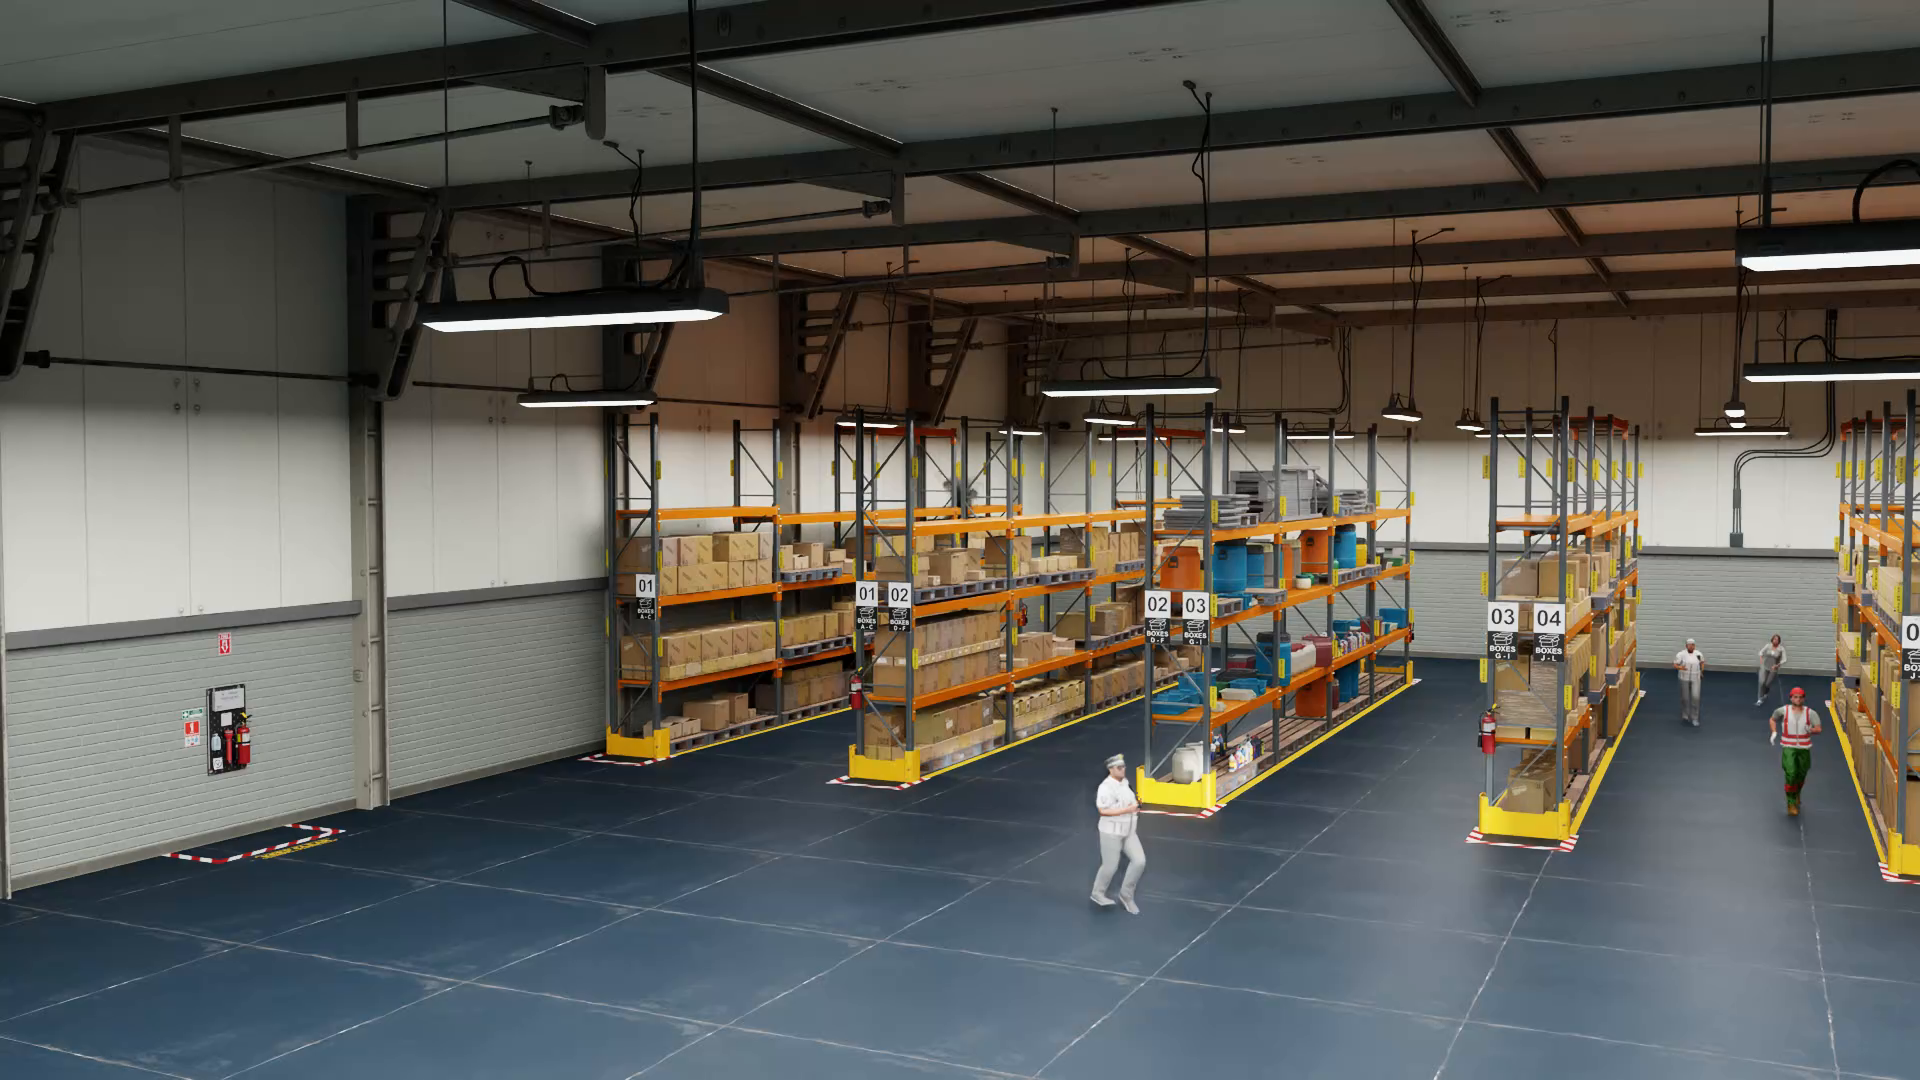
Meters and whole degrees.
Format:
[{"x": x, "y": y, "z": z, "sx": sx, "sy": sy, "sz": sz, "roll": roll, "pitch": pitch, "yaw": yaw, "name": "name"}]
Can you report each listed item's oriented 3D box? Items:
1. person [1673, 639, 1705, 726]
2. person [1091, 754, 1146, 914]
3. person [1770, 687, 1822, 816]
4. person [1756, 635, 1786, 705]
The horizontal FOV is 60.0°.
[{"x": 14.407, "y": 2.801, "z": 32.863, "sx": 0.589, "sy": 1.722, "sz": 0.779, "roll": 1, "pitch": 3, "yaw": 22, "name": "person"}, {"x": 1.807, "y": 3.334, "z": 18.825, "sx": 0.640, "sy": 1.840, "sz": 0.726, "roll": -2, "pitch": 3, "yaw": -43, "name": "person"}, {"x": 12.228, "y": 3.057, "z": 24.326, "sx": 0.655, "sy": 1.810, "sz": 0.925, "roll": 1, "pitch": 3, "yaw": 17, "name": "person"}, {"x": 17.320, "y": 2.768, "z": 35.472, "sx": 0.557, "sy": 1.532, "sz": 0.582, "roll": 2, "pitch": 3, "yaw": 40, "name": "person"}]
